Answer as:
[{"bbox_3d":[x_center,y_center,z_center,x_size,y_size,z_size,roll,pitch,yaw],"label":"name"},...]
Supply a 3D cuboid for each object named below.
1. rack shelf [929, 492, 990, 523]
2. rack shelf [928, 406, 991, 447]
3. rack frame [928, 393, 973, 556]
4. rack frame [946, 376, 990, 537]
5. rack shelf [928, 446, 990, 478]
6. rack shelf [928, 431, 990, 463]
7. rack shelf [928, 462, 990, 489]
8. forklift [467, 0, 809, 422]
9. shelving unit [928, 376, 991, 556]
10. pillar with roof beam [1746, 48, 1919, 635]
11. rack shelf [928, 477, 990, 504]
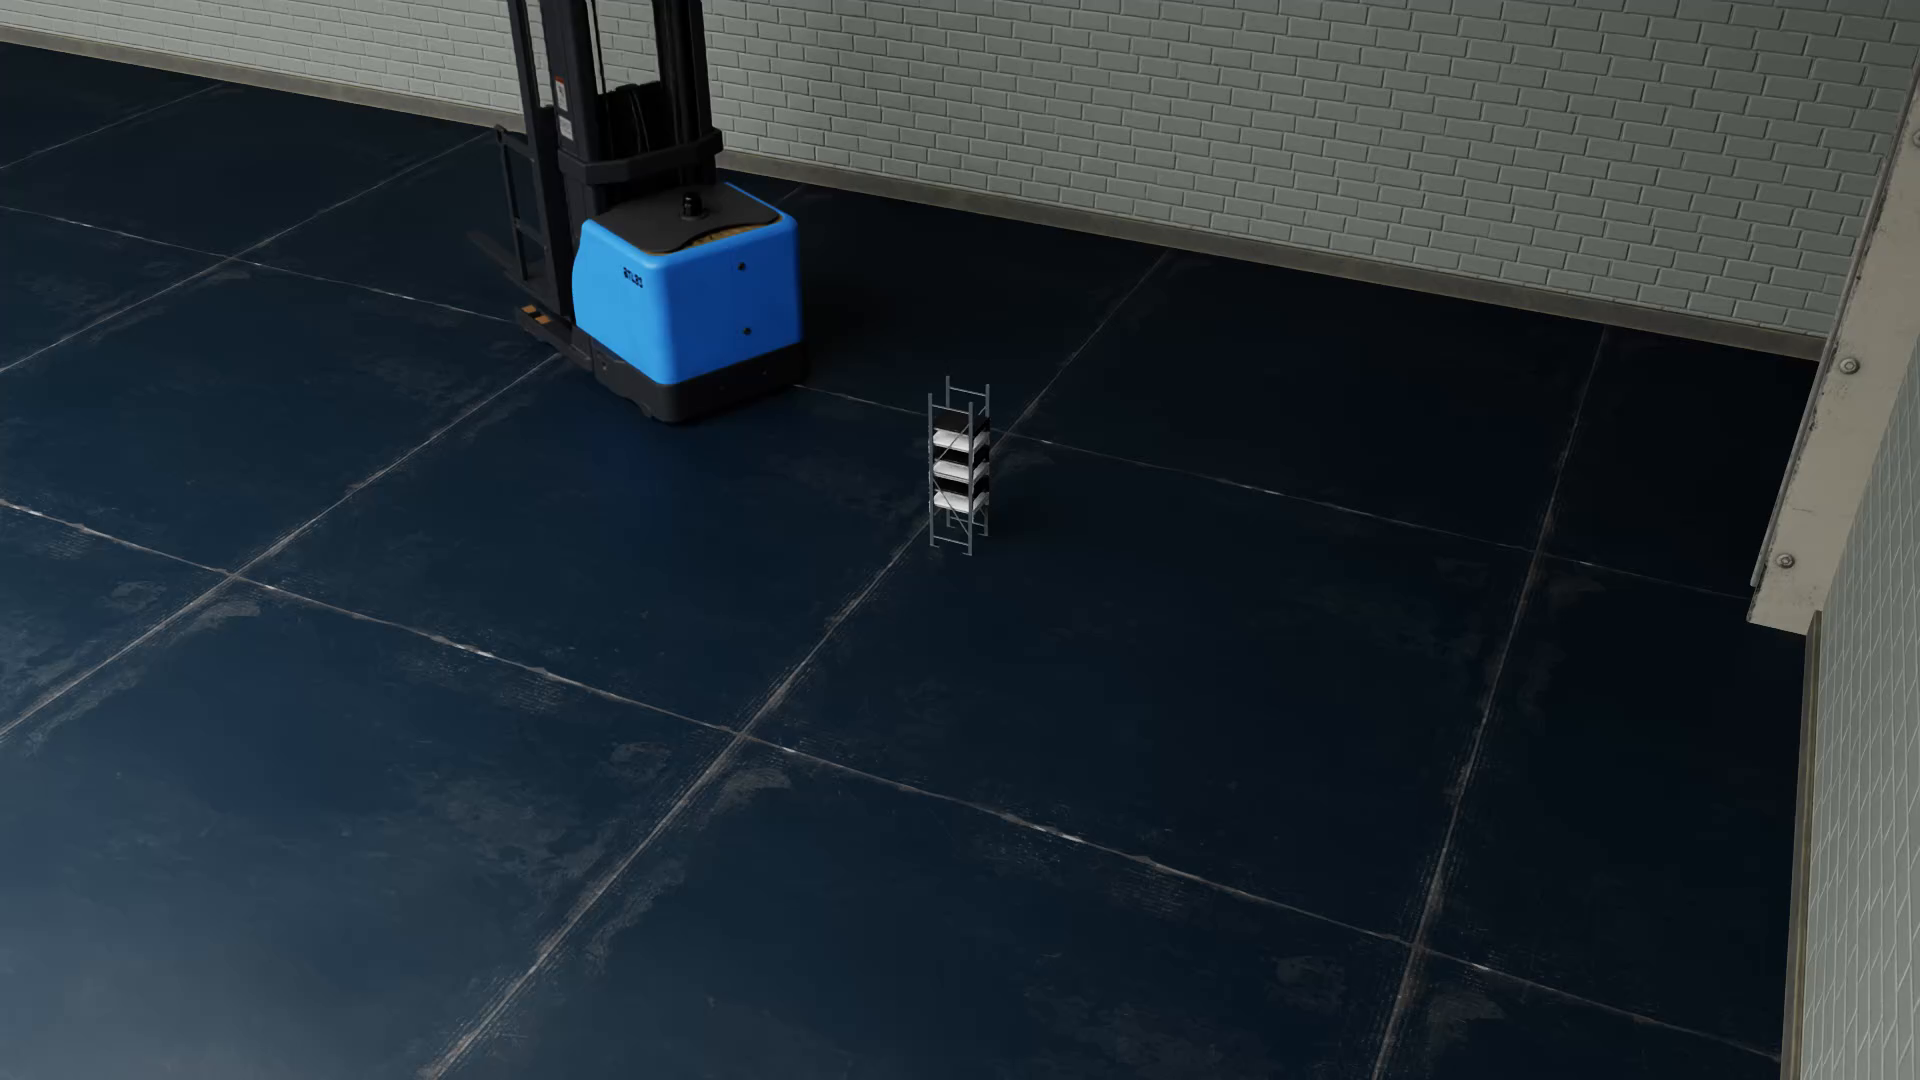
[{"bbox_3d":[-0.003,-0.194,8.614,0.258,0.077,0.200,14,36,20],"label":"rack shelf"},{"bbox_3d":[-0.003,-0.570,8.367,0.258,0.077,0.200,14,36,20],"label":"rack shelf"},{"bbox_3d":[-0.046,-0.322,8.420,0.240,0.900,0.006,14,36,20],"label":"rack frame"},{"bbox_3d":[0.039,-0.423,8.574,0.240,0.900,0.006,14,36,20],"label":"rack frame"},{"bbox_3d":[-0.003,-0.420,8.466,0.258,0.077,0.200,14,36,20],"label":"rack shelf"},{"bbox_3d":[-0.003,-0.495,8.417,0.258,0.077,0.200,14,36,20],"label":"rack shelf"},{"bbox_3d":[-0.003,-0.344,8.515,0.258,0.077,0.200,14,36,20],"label":"rack shelf"},{"bbox_3d":[-2.237,-2.652,10.121,1.130,2.935,3.031,-24,40,-32],"label":"forklift"},{"bbox_3d":[-0.003,-0.372,8.497,0.258,0.900,0.210,14,36,20],"label":"shelving unit"},{"bbox_3d":[0.163,-4.415,7.277,9.100,9.000,0.400,14,36,20],"label":"pillar with roof beam"},{"bbox_3d":[-0.003,-0.269,8.565,0.258,0.077,0.200,14,36,20],"label":"rack shelf"}]
